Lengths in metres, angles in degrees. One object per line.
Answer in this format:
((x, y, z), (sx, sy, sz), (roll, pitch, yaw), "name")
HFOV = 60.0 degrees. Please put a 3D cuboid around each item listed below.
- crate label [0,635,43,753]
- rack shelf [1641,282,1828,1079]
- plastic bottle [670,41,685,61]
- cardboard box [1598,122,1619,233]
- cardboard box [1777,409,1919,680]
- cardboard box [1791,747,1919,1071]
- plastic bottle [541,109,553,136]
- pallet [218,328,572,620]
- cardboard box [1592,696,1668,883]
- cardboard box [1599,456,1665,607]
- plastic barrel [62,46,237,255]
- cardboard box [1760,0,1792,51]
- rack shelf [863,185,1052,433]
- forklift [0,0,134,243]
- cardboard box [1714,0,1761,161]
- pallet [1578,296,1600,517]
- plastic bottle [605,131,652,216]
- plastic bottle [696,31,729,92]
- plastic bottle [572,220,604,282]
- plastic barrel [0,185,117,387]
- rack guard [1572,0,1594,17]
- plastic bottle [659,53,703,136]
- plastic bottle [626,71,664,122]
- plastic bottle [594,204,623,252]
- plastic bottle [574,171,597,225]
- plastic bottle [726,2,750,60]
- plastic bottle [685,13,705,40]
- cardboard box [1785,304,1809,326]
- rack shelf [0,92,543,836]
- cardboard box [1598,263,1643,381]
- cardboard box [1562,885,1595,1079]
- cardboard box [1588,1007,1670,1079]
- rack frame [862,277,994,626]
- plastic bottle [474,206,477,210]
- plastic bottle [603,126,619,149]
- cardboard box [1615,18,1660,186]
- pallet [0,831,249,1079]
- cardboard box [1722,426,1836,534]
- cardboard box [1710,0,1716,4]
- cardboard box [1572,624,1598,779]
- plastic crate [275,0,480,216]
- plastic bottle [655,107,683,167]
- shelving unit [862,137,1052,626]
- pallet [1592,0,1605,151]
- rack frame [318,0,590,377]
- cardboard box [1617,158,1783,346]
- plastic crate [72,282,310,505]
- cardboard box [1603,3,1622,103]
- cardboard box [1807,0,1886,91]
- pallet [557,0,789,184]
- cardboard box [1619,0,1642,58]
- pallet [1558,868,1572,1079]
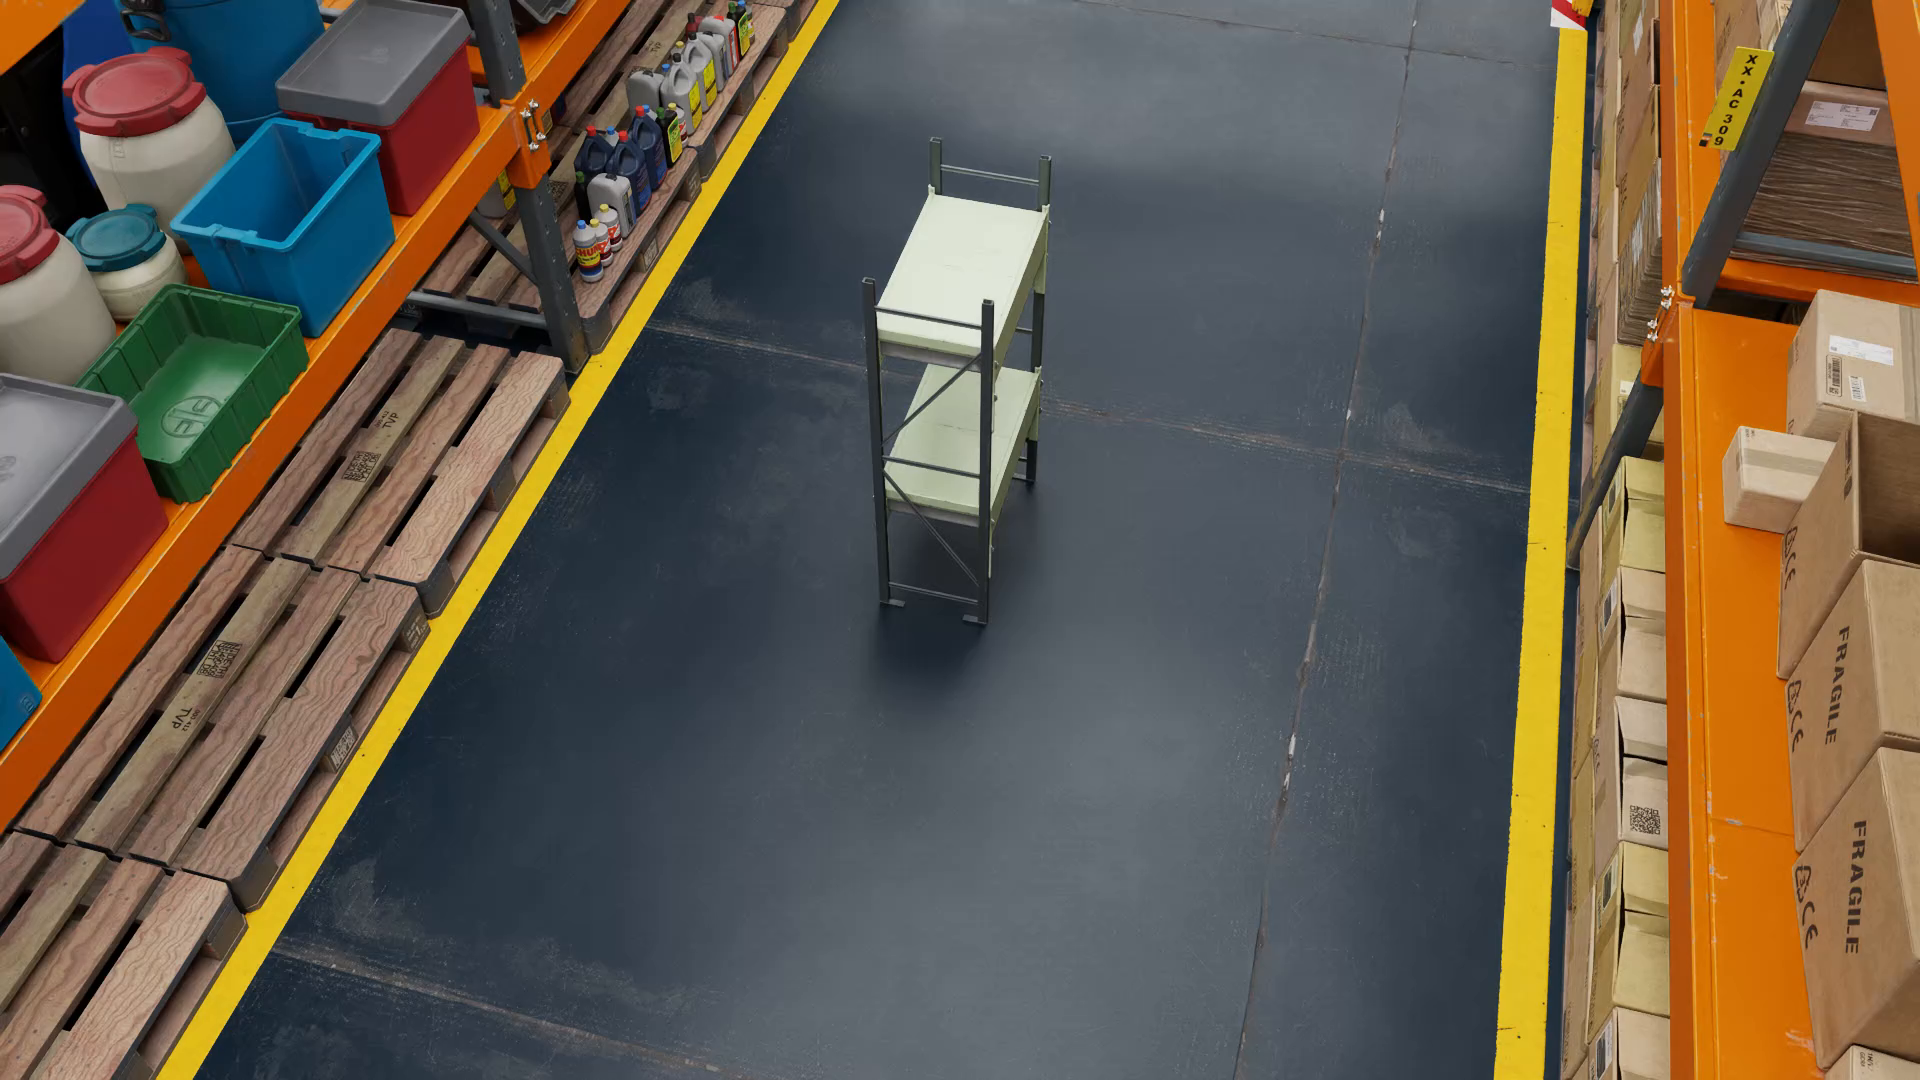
((-2.570, 0.408, 3.866), (0.502, 0.435, 0.616), (12, 50, 10), "crate label")
((2.212, 0.856, 3.973), (1.077, 0.370, 4.000), (12, 50, 10), "rack shelf")
((-1.302, -2.240, 7.800), (0.097, 0.201, 0.097), (0, 49, 0), "plastic bottle")
((3.039, -1.522, 7.147), (0.500, 0.250, 0.500), (12, 50, 10), "cardboard box")
((2.381, 0.072, 4.119), (0.500, 0.500, 0.500), (15, 50, 13), "cardboard box")
((2.111, 0.815, 3.463), (0.500, 0.500, 0.500), (9, 49, 8), "cardboard box")
((-1.907, -1.949, 7.488), (0.061, 0.283, 0.133), (12, 50, 10), "plastic bottle")
((-2.209, -0.310, 6.383), (1.003, 0.211, 1.213), (12, 50, 10), "pallet")
((2.117, 0.742, 4.774), (0.500, 0.311, 0.500), (10, 49, 9), "cardboard box")
((2.389, 0.007, 5.423), (0.500, 0.311, 0.500), (12, 50, 10), "cardboard box")
((-2.503, -1.205, 5.222), (0.433, 0.535, 0.433), (0, 49, 0), "plastic barrel")
((2.670, -1.494, 5.068), (0.380, 0.149, 0.250), (11, 49, 9), "cardboard box")
((0.002, -0.759, 5.399), (0.431, 0.370, 0.720), (12, 50, 10), "rack shelf")
((-4.352, -2.061, 6.114), (1.130, 2.935, 3.031), (12, 50, 10), "forklift")
((2.981, -1.566, 5.565), (0.700, 0.500, 0.500), (11, 50, 10), "cardboard box")
((2.988, -0.473, 6.526), (1.003, 0.211, 1.213), (12, 50, 10), "pallet")
((-1.427, -1.580, 7.117), (0.144, 0.351, 0.185), (13, 50, 11), "plastic bottle")
((-1.177, -2.254, 7.762), (0.152, 0.276, 0.135), (10, 49, 9), "plastic bottle")
((-1.533, -1.195, 6.831), (0.097, 0.271, 0.097), (0, 49, 0), "plastic bottle")
((-2.696, -0.674, 4.754), (0.433, 0.535, 0.433), (0, 49, 0), "plastic barrel")
((3.797, -2.912, 8.487), (1.175, 0.500, 0.348), (12, 50, 10), "rack guard")
((-1.265, -2.024, 7.509), (0.144, 0.351, 0.185), (11, 50, 10), "plastic bottle")
((-1.415, -2.010, 7.546), (0.152, 0.276, 0.135), (12, 50, 10), "plastic bottle")
((-1.479, -1.319, 6.987), (0.097, 0.201, 0.097), (0, 49, 0), "plastic bottle")
((-1.577, -1.459, 7.055), (0.061, 0.283, 0.133), (12, 50, 10), "plastic bottle")
((-1.061, -2.446, 7.926), (0.061, 0.283, 0.133), (13, 50, 11), "plastic bottle")
((-1.243, -2.377, 7.866), (0.061, 0.283, 0.133), (12, 50, 10), "plastic bottle")
((3.162, -0.579, 5.814), (0.500, 0.500, 0.500), (12, 50, 10), "cardboard box")
((-2.566, -0.124, 4.839), (1.077, 0.370, 4.000), (12, 50, 10), "rack shelf")
((2.790, -0.796, 6.506), (0.500, 0.250, 0.500), (12, 50, 10), "cardboard box")
((1.989, 1.298, 4.658), (0.500, 0.250, 0.500), (12, 50, 11), "cardboard box")
((1.852, 1.481, 4.122), (0.500, 0.311, 0.500), (11, 50, 10), "cardboard box")
((-0.095, -0.236, 5.458), (0.400, 1.500, 0.023), (12, 50, 10), "rack frame")
((-2.148, -1.600, 7.135), (0.144, 0.351, 0.185), (10, 49, 9), "plastic bottle")
((-1.505, -1.682, 7.260), (0.097, 0.271, 0.097), (0, 49, 0), "plastic bottle")
((3.038, -1.770, 6.866), (0.500, 0.500, 0.500), (12, 50, 10), "cardboard box")
((-2.851, 1.455, 4.825), (1.003, 0.211, 1.213), (12, 50, 10), "pallet")
((2.308, -0.145, 4.545), (0.380, 0.149, 0.250), (12, 50, 10), "cardboard box")
((3.251, -2.299, 6.212), (0.700, 0.500, 0.500), (13, 50, 11), "cardboard box")
((2.257, 0.555, 5.314), (0.500, 0.250, 0.500), (13, 50, 11), "cardboard box")
((-1.872, -1.419, 5.459), (0.402, 0.464, 0.583), (12, 50, 10), "plastic crate")
((-1.294, -1.805, 7.361), (0.061, 0.283, 0.133), (14, 50, 12), "plastic bottle")
((0.002, -0.501, 5.692), (0.431, 1.500, 0.755), (12, 50, 10), "shelving unit")
((3.630, -2.238, 8.084), (1.003, 0.211, 1.213), (12, 50, 10), "pallet")
((-2.040, -1.809, 5.846), (1.000, 3.000, 0.127), (12, 50, 10), "rack frame")
((2.792, -1.044, 6.224), (0.500, 0.500, 0.500), (12, 50, 10), "cardboard box")
((-2.226, -0.423, 4.764), (0.450, 0.188, 0.662), (12, 50, 10), "plastic crate")
((3.307, -2.244, 7.784), (0.500, 0.250, 0.500), (12, 50, 10), "cardboard box")
((2.849, -1.613, 4.741), (0.700, 0.500, 0.500), (12, 50, 10), "cardboard box")
((-1.504, -2.249, 8.094), (1.003, 0.211, 1.213), (12, 50, 10), "pallet")
((3.305, -2.493, 7.503), (0.500, 0.500, 0.500), (12, 50, 10), "cardboard box")
((2.263, 1.520, 4.768), (1.003, 0.211, 1.213), (12, 50, 10), "pallet")
